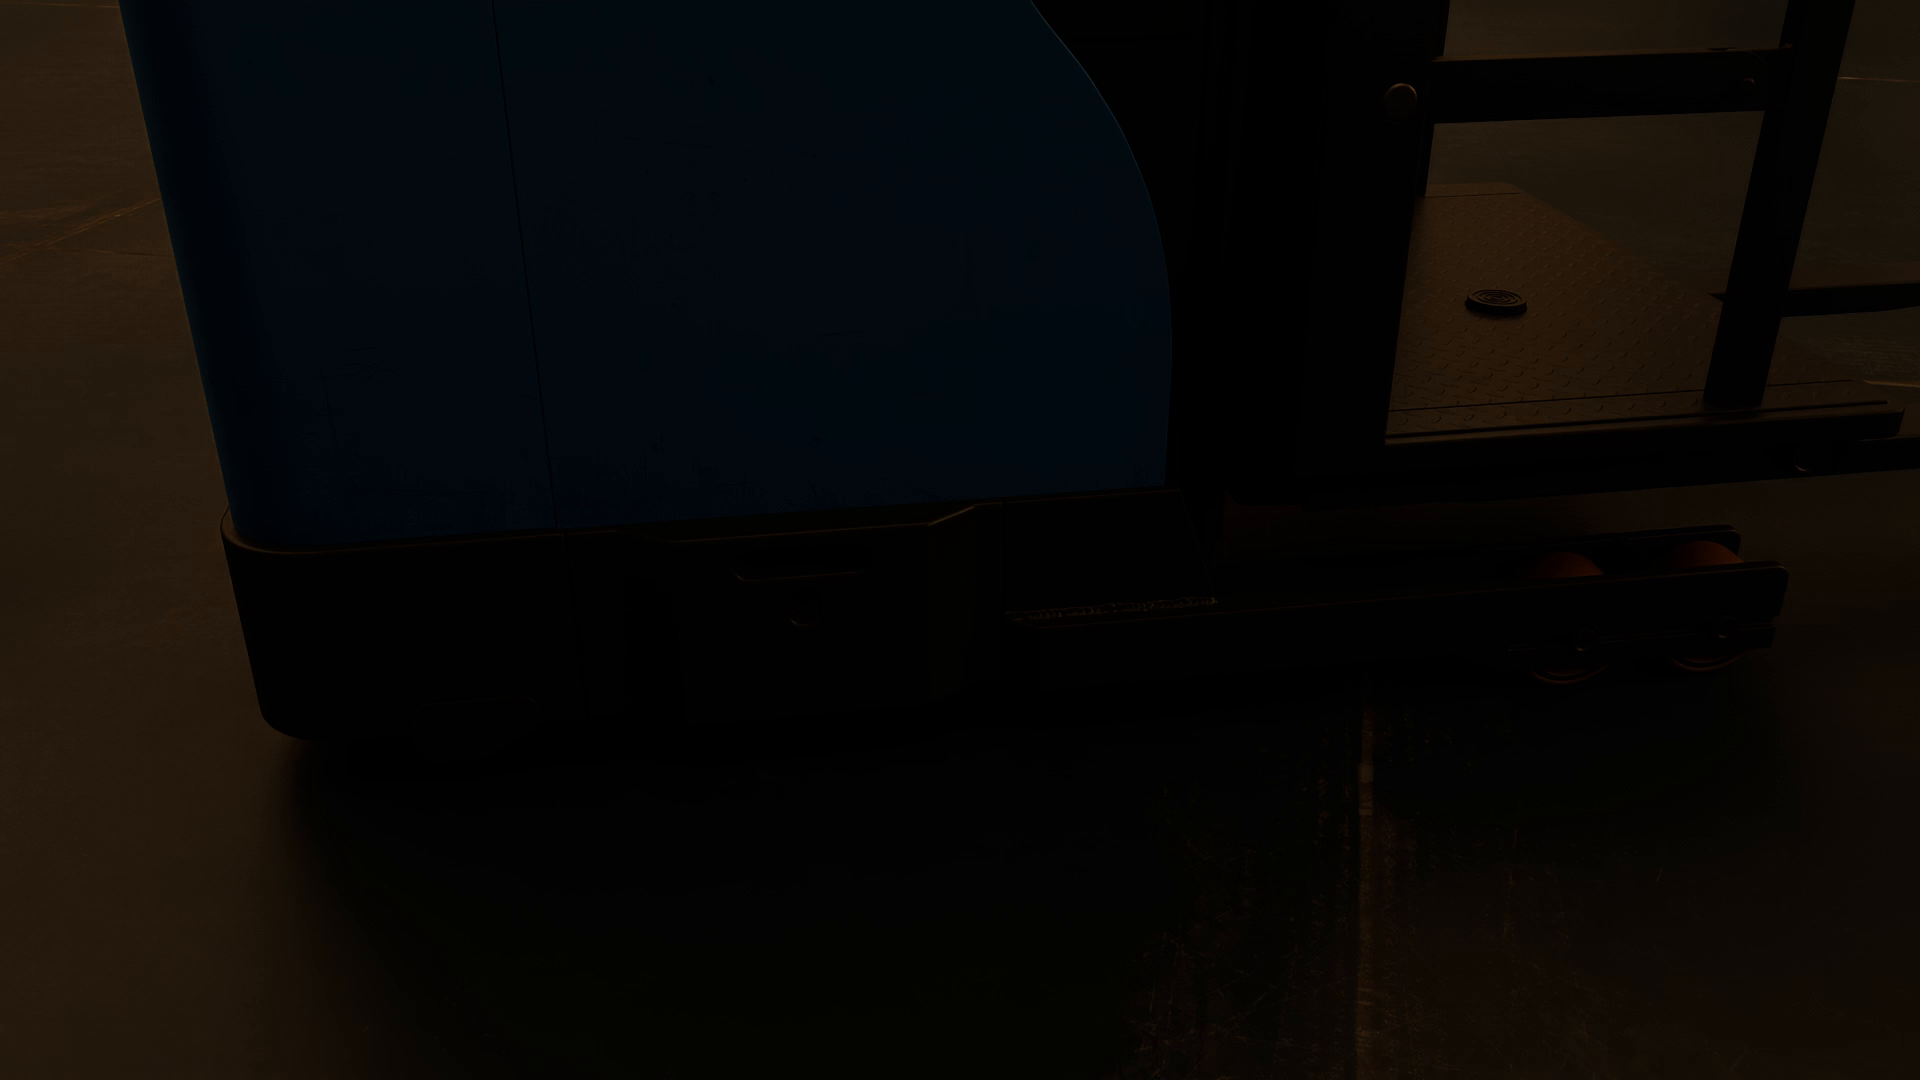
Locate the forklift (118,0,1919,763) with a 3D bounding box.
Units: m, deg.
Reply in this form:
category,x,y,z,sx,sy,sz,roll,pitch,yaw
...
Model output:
category,x,y,z,sx,sy,sz,roll,pitch,yaw
forklift,0.600,-1.354,1.930,3.031,2.935,1.130,-4,27,-9
